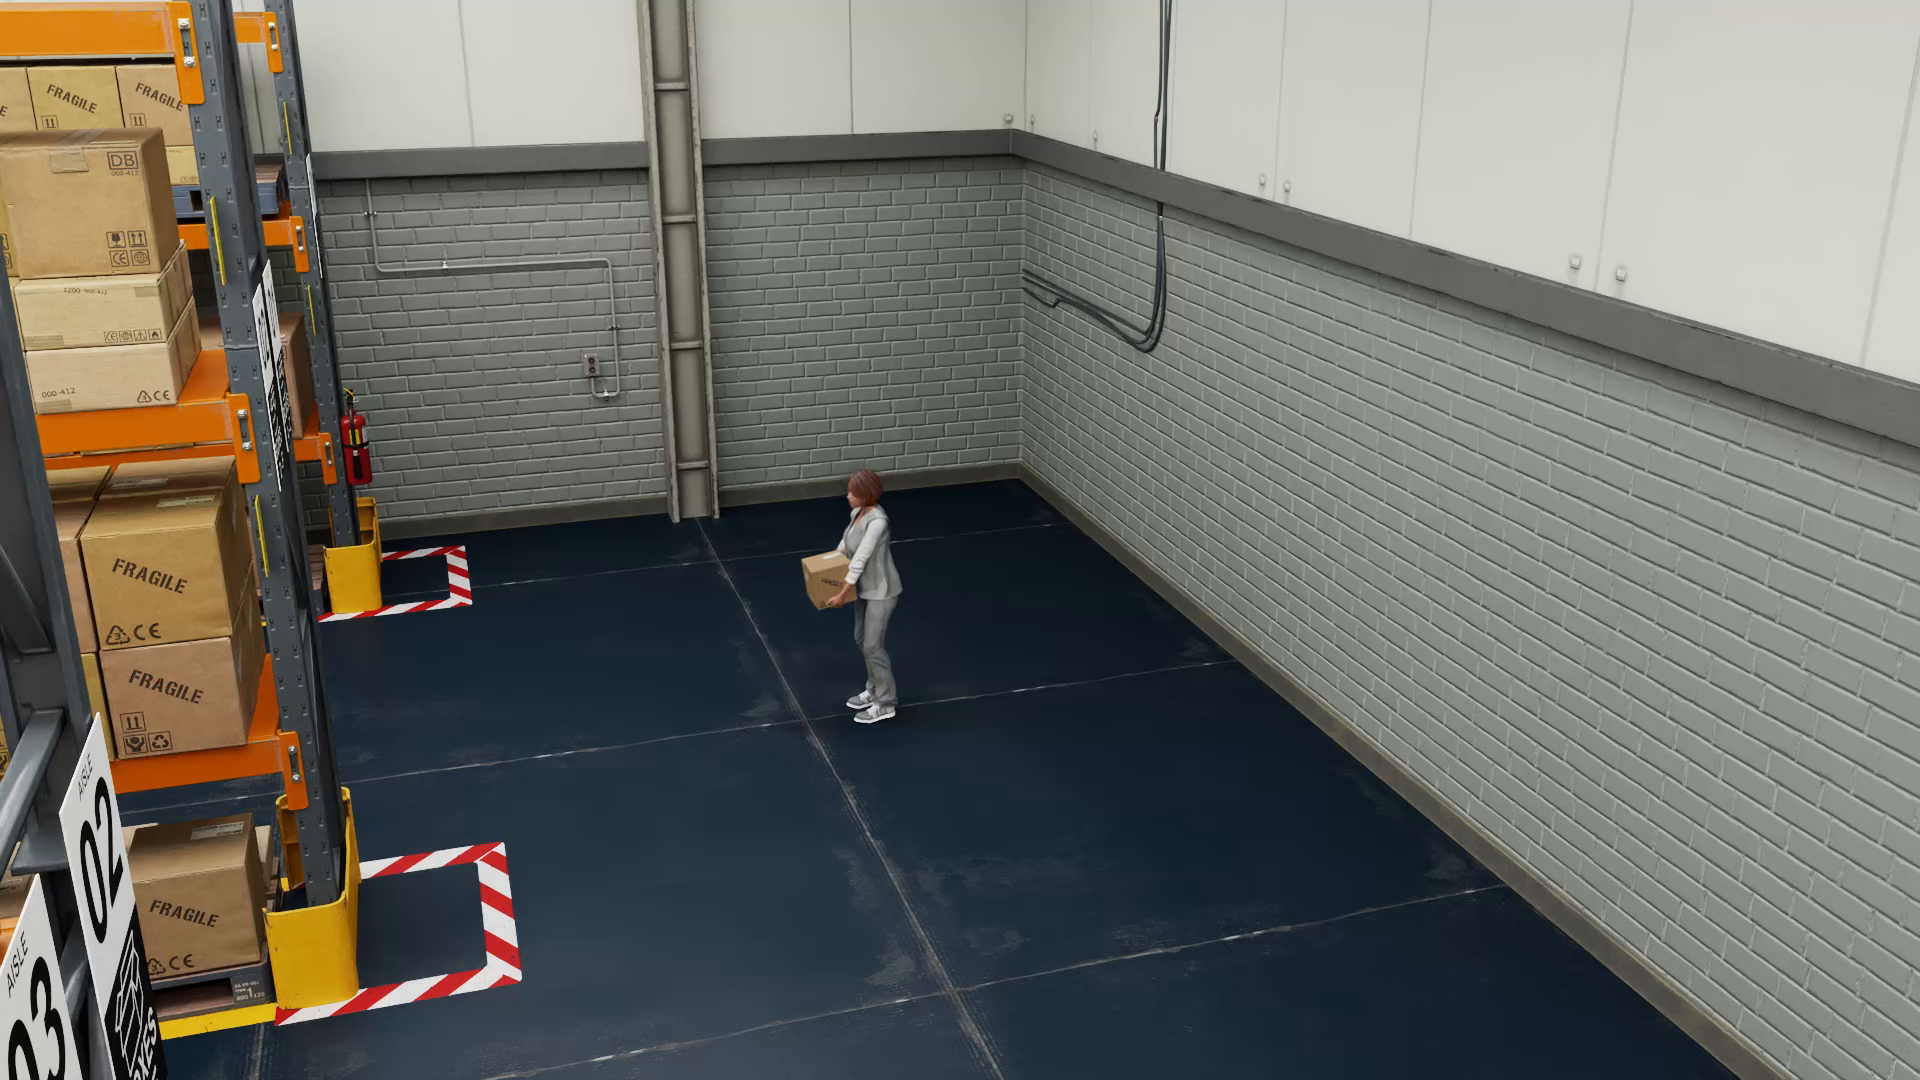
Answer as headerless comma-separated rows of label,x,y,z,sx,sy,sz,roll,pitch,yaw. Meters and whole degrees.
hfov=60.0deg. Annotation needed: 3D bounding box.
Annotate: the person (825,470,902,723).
person,-0.607,0.339,10.139,0.507,1.596,0.375,-7,21,-18
